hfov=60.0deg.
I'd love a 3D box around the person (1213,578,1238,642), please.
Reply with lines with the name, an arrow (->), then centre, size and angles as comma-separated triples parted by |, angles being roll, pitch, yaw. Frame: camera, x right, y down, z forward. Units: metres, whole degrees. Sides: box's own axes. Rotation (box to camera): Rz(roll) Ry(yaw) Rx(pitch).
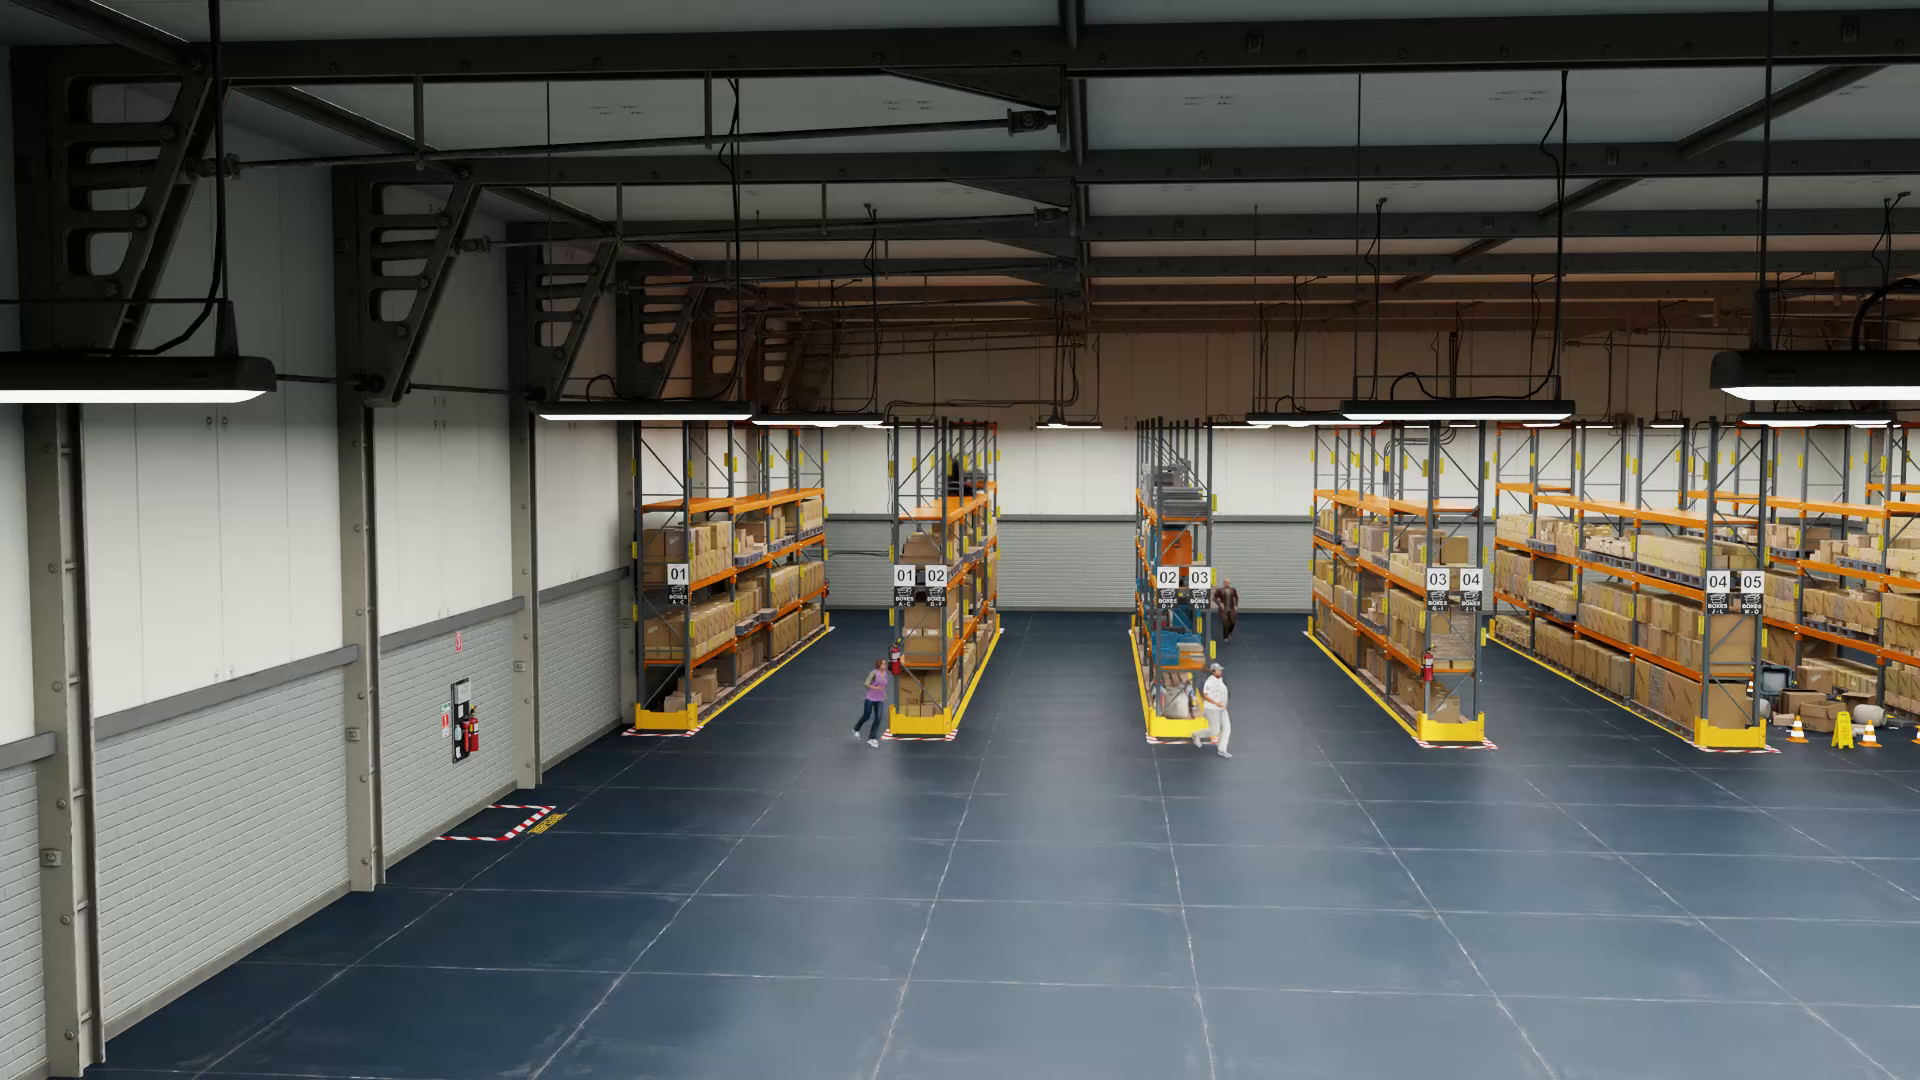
person -> 7.225, 1.915, 45.097 | 0.718, 1.731, 0.634 | 0, 4, -4

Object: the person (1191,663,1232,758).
person -> 4.483, 3.000, 29.420 | 0.769, 1.663, 0.620 | 3, 5, 37

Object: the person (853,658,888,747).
person -> -1.554, 2.943, 30.487 | 0.542, 1.566, 0.847 | -3, 4, -34
